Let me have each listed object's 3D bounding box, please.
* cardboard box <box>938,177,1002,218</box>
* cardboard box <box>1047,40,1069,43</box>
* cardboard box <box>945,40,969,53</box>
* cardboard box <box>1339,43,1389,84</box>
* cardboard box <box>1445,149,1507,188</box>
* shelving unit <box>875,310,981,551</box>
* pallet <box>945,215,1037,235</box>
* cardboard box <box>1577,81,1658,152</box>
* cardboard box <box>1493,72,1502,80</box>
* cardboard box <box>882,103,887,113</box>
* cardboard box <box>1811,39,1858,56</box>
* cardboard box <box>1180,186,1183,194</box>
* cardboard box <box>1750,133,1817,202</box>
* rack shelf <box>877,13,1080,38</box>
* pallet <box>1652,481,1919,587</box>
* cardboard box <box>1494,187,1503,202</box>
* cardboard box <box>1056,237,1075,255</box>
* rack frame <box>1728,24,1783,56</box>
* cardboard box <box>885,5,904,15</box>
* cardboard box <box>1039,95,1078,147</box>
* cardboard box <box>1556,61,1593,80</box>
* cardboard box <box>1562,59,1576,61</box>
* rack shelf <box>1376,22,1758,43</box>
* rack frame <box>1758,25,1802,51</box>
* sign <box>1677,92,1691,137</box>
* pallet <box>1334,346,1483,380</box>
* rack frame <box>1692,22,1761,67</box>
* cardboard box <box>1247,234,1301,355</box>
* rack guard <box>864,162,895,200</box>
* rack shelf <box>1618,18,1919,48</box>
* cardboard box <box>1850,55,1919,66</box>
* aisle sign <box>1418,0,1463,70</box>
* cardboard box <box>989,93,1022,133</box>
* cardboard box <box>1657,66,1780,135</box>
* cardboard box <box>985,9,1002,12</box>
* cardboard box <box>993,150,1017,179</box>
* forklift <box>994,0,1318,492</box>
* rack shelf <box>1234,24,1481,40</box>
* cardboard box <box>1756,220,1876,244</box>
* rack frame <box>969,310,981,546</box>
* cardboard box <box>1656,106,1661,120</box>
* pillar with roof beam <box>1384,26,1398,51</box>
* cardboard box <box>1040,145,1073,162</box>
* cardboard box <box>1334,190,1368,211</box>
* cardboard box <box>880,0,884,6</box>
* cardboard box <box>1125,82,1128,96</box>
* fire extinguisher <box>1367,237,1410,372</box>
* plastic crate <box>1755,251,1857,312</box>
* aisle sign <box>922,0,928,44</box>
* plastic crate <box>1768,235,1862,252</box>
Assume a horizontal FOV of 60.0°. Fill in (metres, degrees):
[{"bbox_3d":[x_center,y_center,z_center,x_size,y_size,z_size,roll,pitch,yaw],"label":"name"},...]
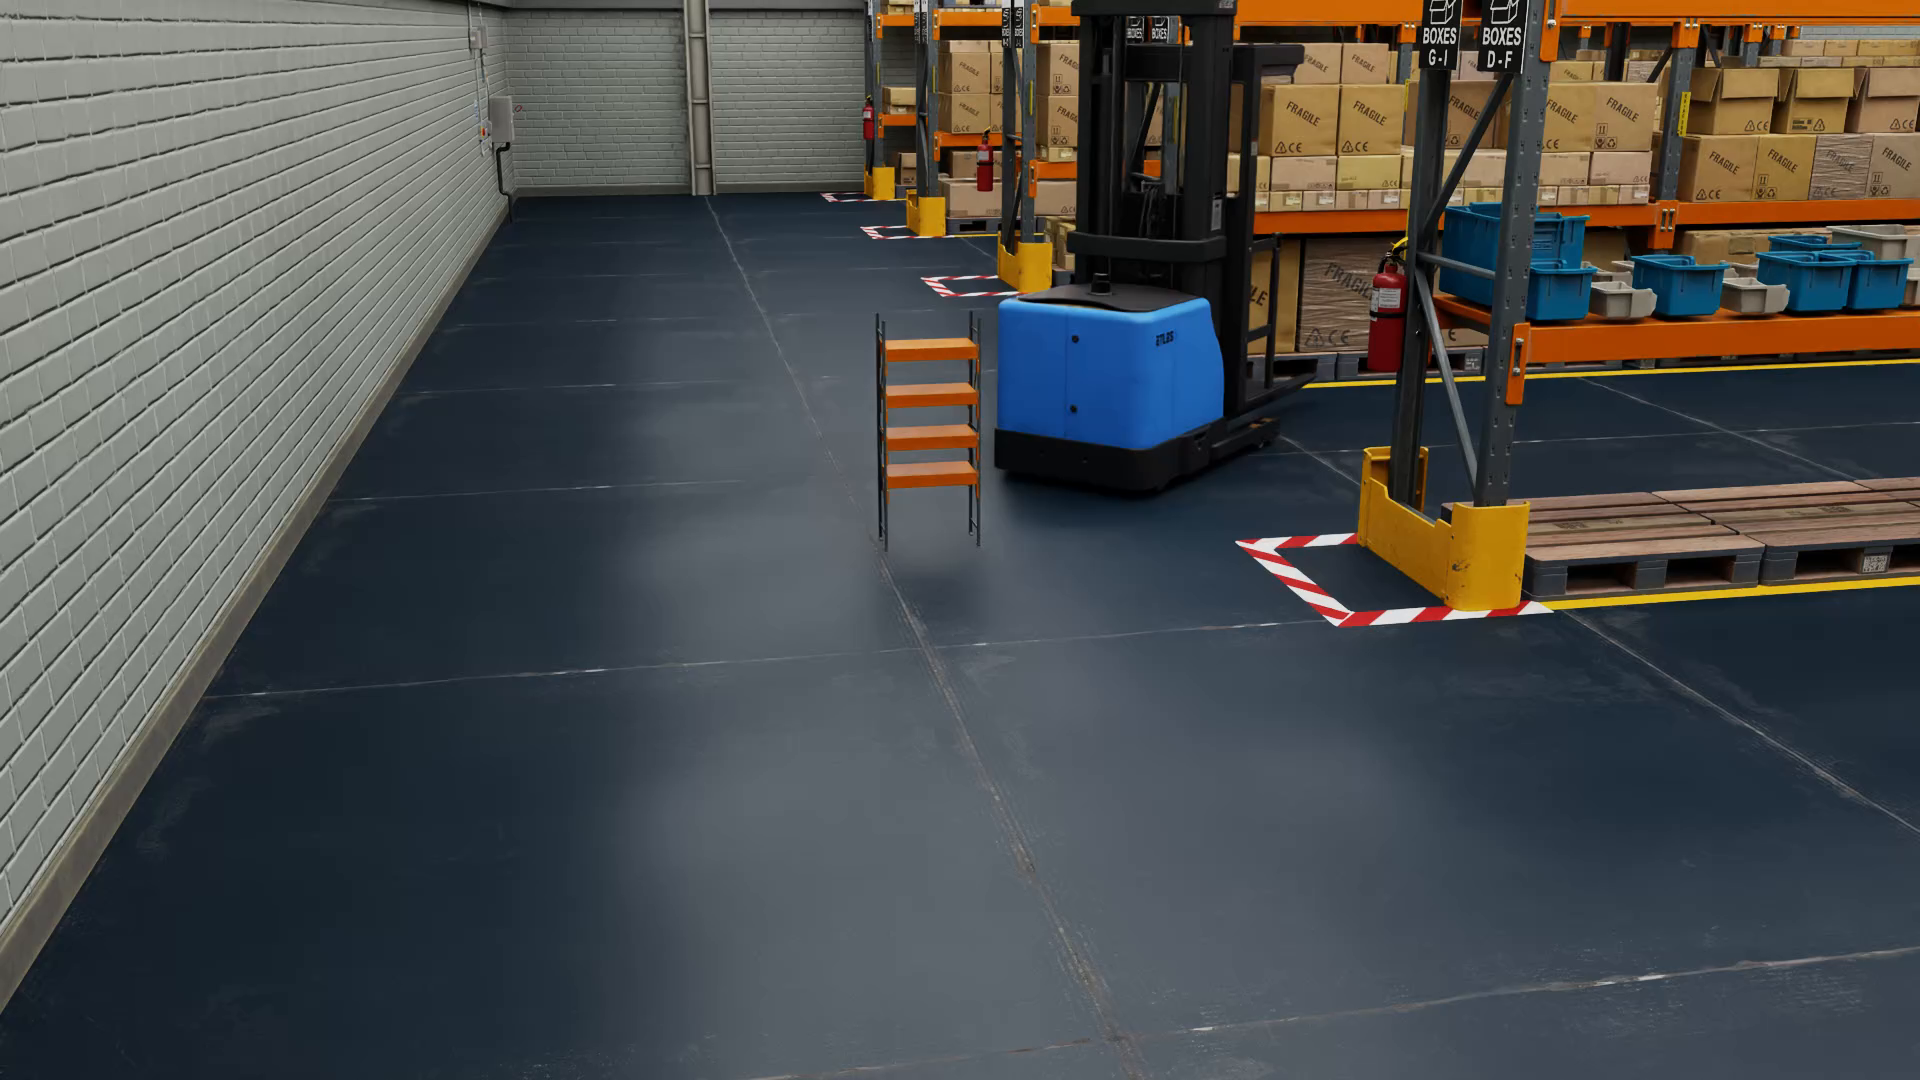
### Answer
[{"bbox_3d":[0.193,-4.607,22.350,0.875,0.438,0.875,-4,17,-12],"label":"cardboard box"},{"bbox_3d":[1.242,-6.409,21.591,0.250,0.149,0.380,-3,17,-10],"label":"cardboard box"},{"bbox_3d":[-0.035,-6.341,21.370,0.250,0.149,0.380,-3,17,-9],"label":"cardboard box"},{"bbox_3d":[4.120,-4.930,17.376,0.500,0.500,0.500,-4,17,-12],"label":"cardboard box"},{"bbox_3d":[3.979,-2.843,12.709,0.500,0.250,0.500,-3,17,-9],"label":"cardboard box"},{"bbox_3d":[-0.163,-0.564,8.606,0.503,1.200,0.258,-3,17,-10],"label":"shelving unit"},{"bbox_3d":[0.335,-4.299,22.450,1.213,0.211,1.003,-3,17,-10],"label":"pallet"},{"bbox_3d":[4.971,-3.257,12.780,0.500,0.500,0.500,-3,17,-9],"label":"cardboard box"},{"bbox_3d":[7.813,-6.507,23.496,0.500,0.500,0.500,-4,17,-12],"label":"cardboard box"},{"bbox_3d":[-1.106,-6.972,26.829,0.250,0.149,0.380,-3,17,-11],"label":"cardboard box"},{"bbox_3d":[12.325,-6.886,23.741,0.500,0.500,0.700,-3,17,-10],"label":"cardboard box"},{"bbox_3d":[1.732,-2.703,12.931,0.250,0.149,0.380,-3,17,-9],"label":"cardboard box"},{"bbox_3d":[6.364,-2.961,13.172,0.500,0.500,0.500,-3,17,-10],"label":"cardboard box"},{"bbox_3d":[0.583,-8.197,26.508,4.000,0.370,1.077,-3,17,-10],"label":"rack shelf"},{"bbox_3d":[4.396,-0.049,8.613,1.213,0.211,1.003,-3,17,-10],"label":"pallet"},{"bbox_3d":[4.124,-2.642,12.733,0.250,0.149,0.380,-3,17,-9],"label":"cardboard box"},{"bbox_3d":[1.166,-3.079,17.362,0.250,0.149,0.380,-3,17,-8],"label":"cardboard box"},{"bbox_3d":[11.346,-6.234,23.998,0.127,3.000,1.000,-3,17,-10],"label":"rack frame"},{"bbox_3d":[-1.024,-8.260,25.916,0.250,0.149,0.380,-3,17,-9],"label":"cardboard box"},{"bbox_3d":[1.096,-4.279,16.958,0.500,0.500,0.500,-2,17,-8],"label":"cardboard box"},{"bbox_3d":[8.415,-6.391,23.118,0.500,0.500,0.500,-2,17,-8],"label":"cardboard box"},{"bbox_3d":[10.657,-8.269,28.844,0.250,0.149,0.380,-3,17,-10],"label":"cardboard box"},{"bbox_3d":[6.494,-5.568,17.948,4.000,0.370,1.077,-3,17,-10],"label":"rack shelf"},{"bbox_3d":[14.329,-7.887,29.382,0.127,3.000,1.000,-3,17,-10],"label":"rack frame"},{"bbox_3d":[5.478,-3.223,12.587,0.005,0.325,0.100,-3,17,-10],"label":"sign"},{"bbox_3d":[3.410,-1.509,13.367,1.213,0.211,1.003,-3,17,-10],"label":"pallet"},{"bbox_3d":[8.457,-4.589,18.645,0.127,3.000,1.000,-3,17,-10],"label":"rack frame"},{"bbox_3d":[2.058,-1.952,12.962,0.875,0.875,0.875,-3,17,-10],"label":"cardboard box"},{"bbox_3d":[-1.306,-5.805,26.861,0.348,0.500,1.175,-3,17,-10],"label":"rack guard"},{"bbox_3d":[7.335,-4.133,13.274,4.000,0.370,1.077,-3,17,-10],"label":"rack shelf"},{"bbox_3d":[10.401,-5.224,18.837,0.500,0.500,0.700,-3,17,-11],"label":"cardboard box"},{"bbox_3d":[2.258,-2.604,7.752,0.004,0.787,0.394,-3,17,-10],"label":"aisle sign"},{"bbox_3d":[0.581,-5.593,21.743,0.500,0.500,0.500,-3,17,-11],"label":"cardboard box"},{"bbox_3d":[5.997,-3.496,13.208,0.637,0.503,0.797,-4,17,-12],"label":"cardboard box"},{"bbox_3d":[0.500,-8.318,26.103,0.250,0.149,0.380,-3,17,-10],"label":"cardboard box"},{"bbox_3d":[0.622,-6.045,26.928,0.500,0.500,0.500,-3,17,-9],"label":"cardboard box"},{"bbox_3d":[1.443,-2.056,10.513,1.130,2.935,3.031,11,20,32],"label":"forklift"},{"bbox_3d":[5.455,-6.989,22.575,4.000,0.370,1.077,-3,17,-10],"label":"rack shelf"},{"bbox_3d":[6.873,-2.208,13.794,0.875,0.875,1.225,-4,17,-12],"label":"cardboard box"},{"bbox_3d":[0.077,-0.578,8.650,0.015,1.200,0.240,-3,17,-10],"label":"rack frame"},{"bbox_3d":[7.539,-4.623,17.960,0.250,0.149,0.380,-3,17,-9],"label":"cardboard box"},{"bbox_3d":[8.400,-9.401,24.092,0.400,9.000,9.100,-3,17,-10],"label":"pillar with roof beam"},{"bbox_3d":[0.983,-3.947,16.982,0.250,0.149,0.380,-3,17,-11],"label":"cardboard box"},{"bbox_3d":[2.864,-2.571,12.500,0.250,0.149,0.380,-4,17,-12],"label":"cardboard box"},{"bbox_3d":[-0.996,-8.604,26.354,0.500,0.250,0.500,-4,17,-11],"label":"cardboard box"},{"bbox_3d":[1.588,-4.790,16.919,0.500,0.500,0.500,-3,17,-9],"label":"cardboard box"},{"bbox_3d":[2.150,-1.188,8.337,0.183,0.674,0.296,-3,17,-10],"label":"fire extinguisher"},{"bbox_3d":[3.982,-1.221,7.862,0.300,0.233,0.416,-3,17,-10],"label":"plastic crate"},{"bbox_3d":[-0.451,-6.720,21.155,0.004,0.787,0.394,-3,17,-10],"label":"aisle sign"},{"bbox_3d":[4.352,-1.417,8.501,0.300,0.233,0.416,-3,17,-10],"label":"plastic crate"}]
